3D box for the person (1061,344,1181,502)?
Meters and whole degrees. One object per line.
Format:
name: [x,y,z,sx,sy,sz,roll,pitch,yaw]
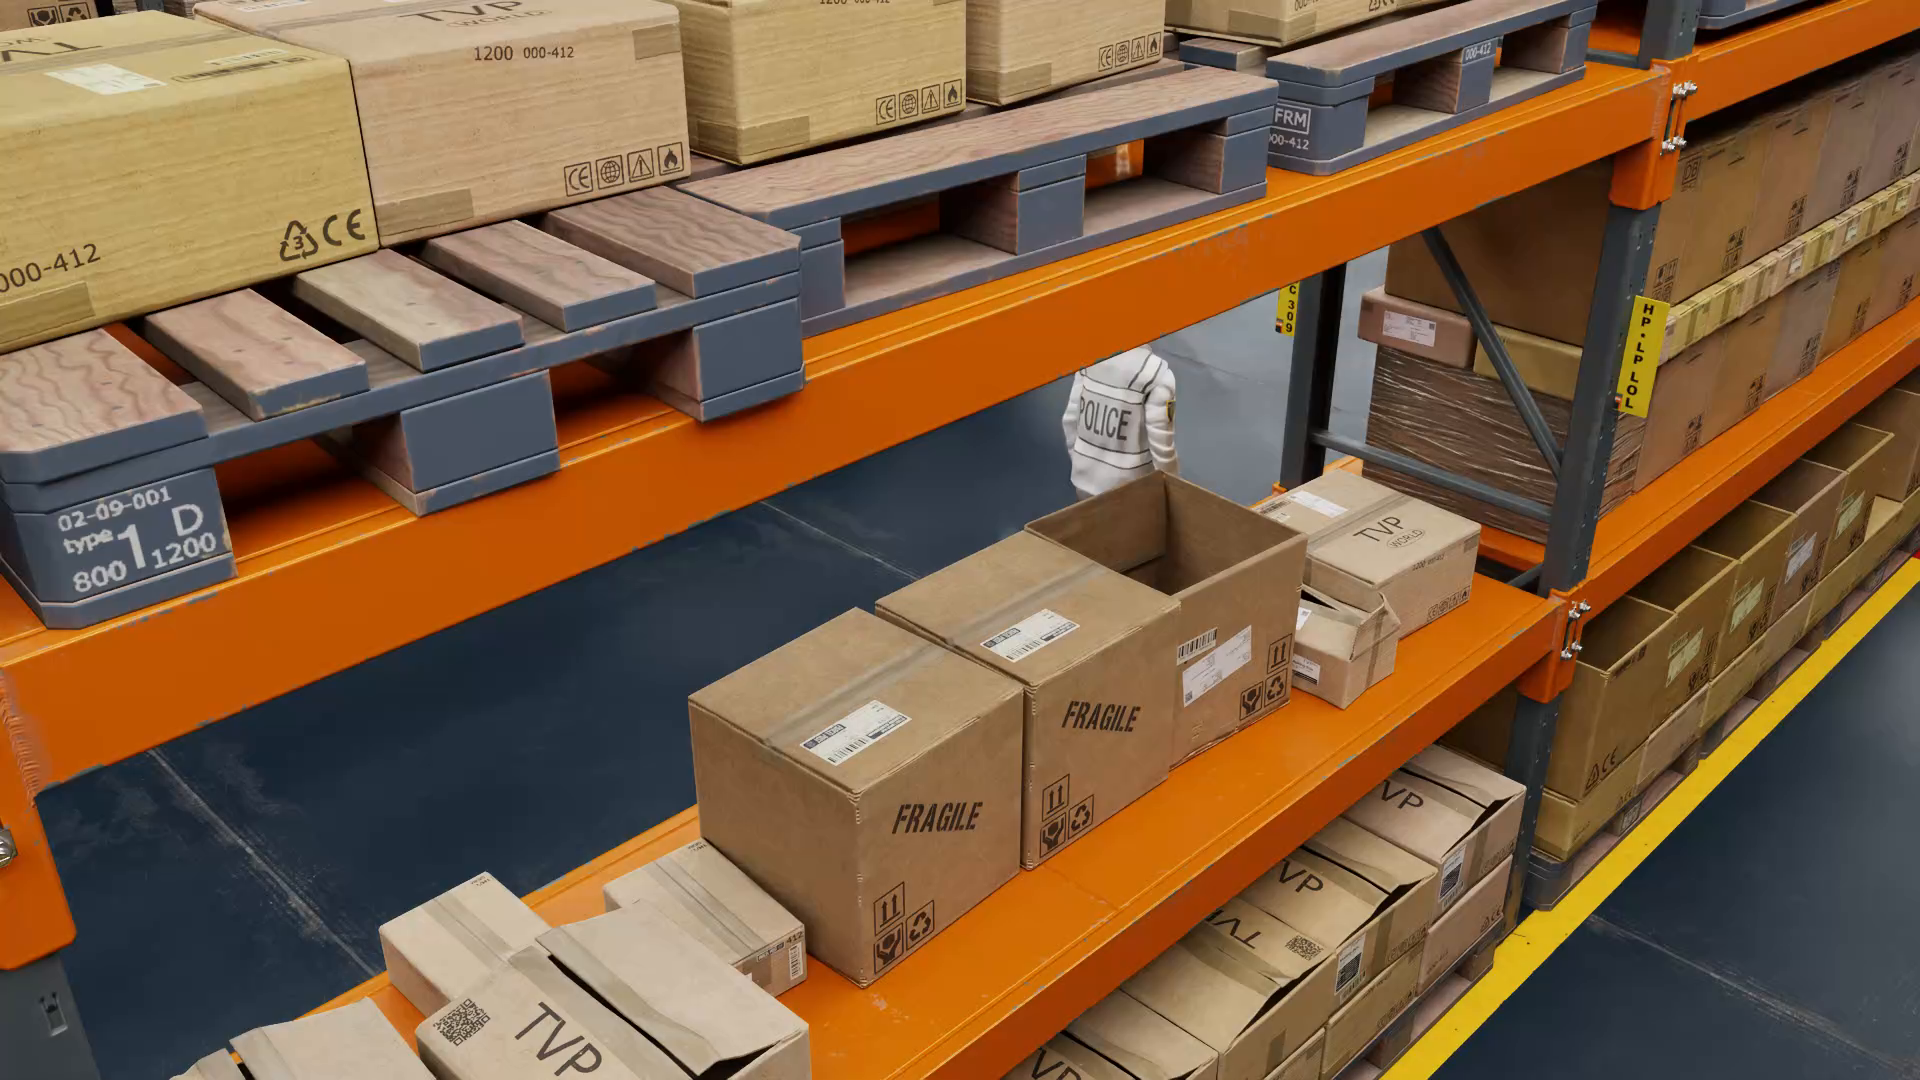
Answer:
person: [0.637,-0.210,6.512,0.532,1.663,0.374,24,36,37]
